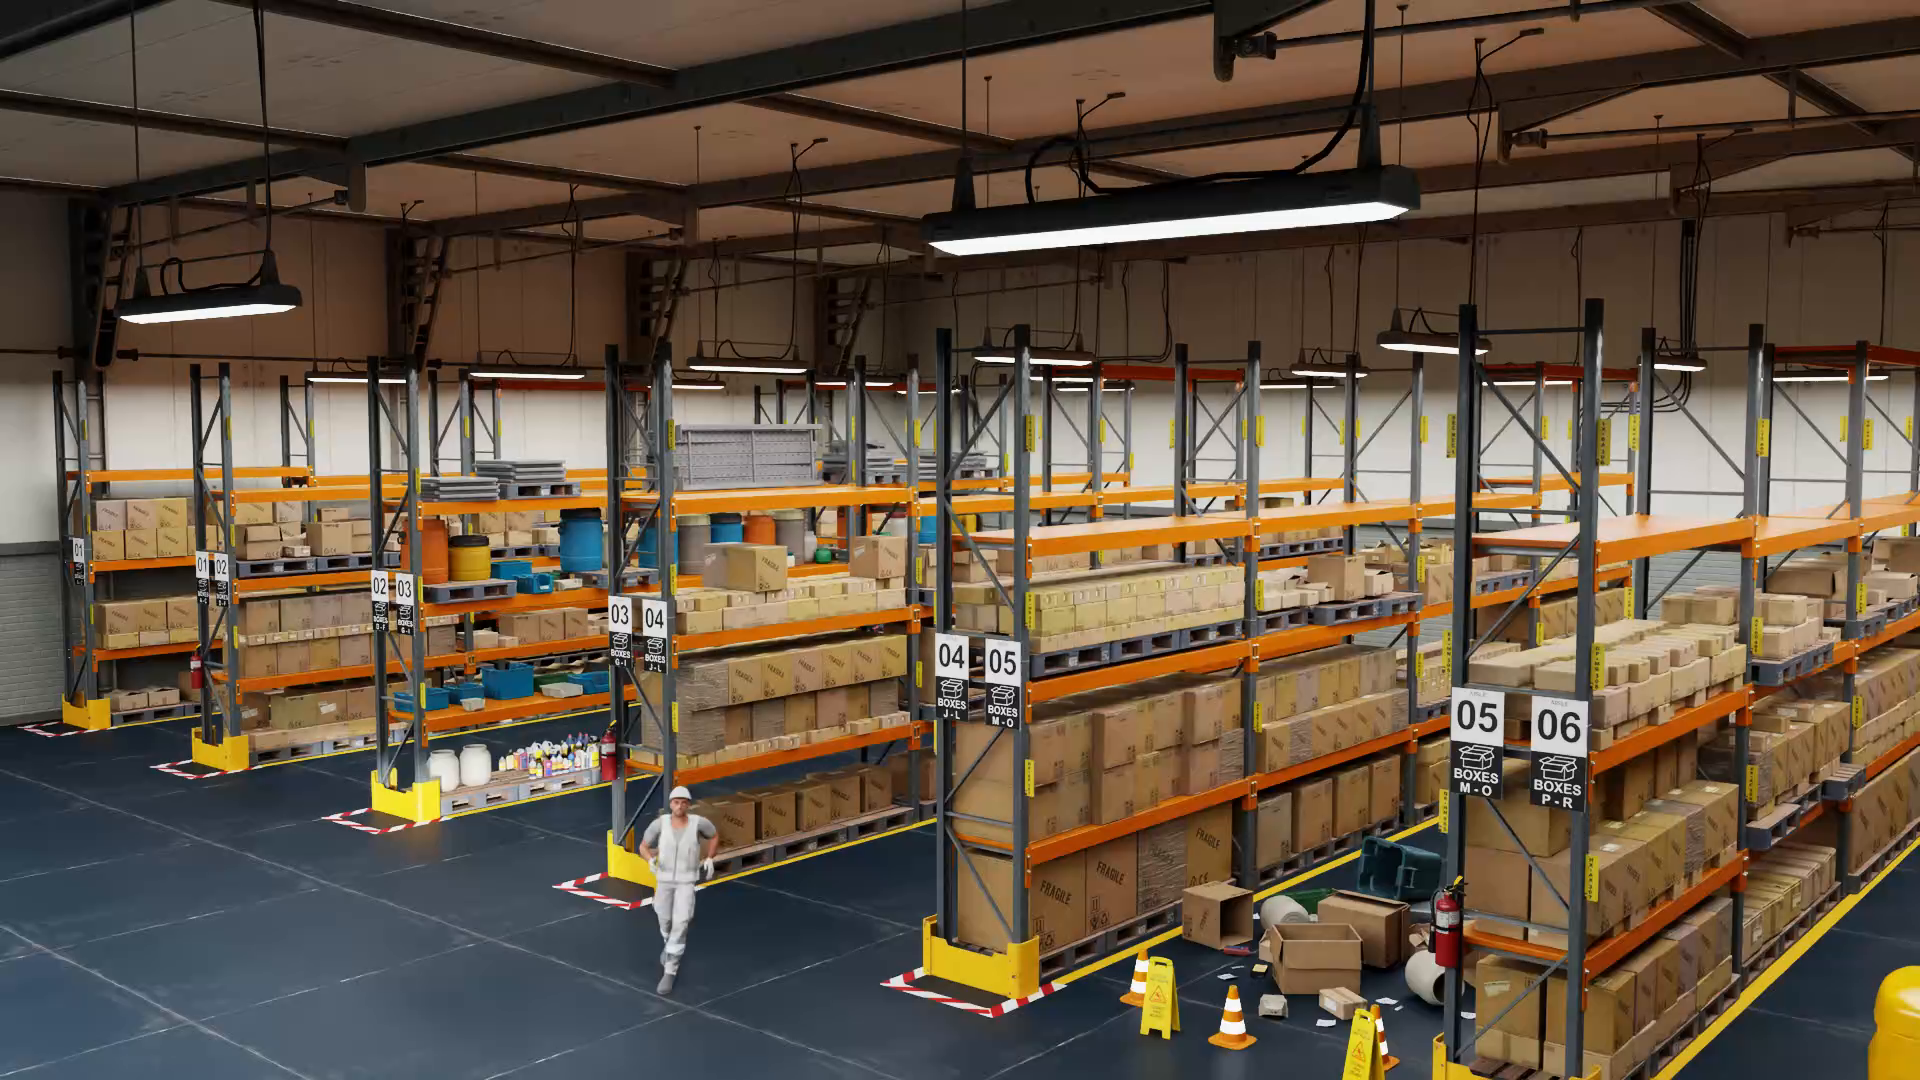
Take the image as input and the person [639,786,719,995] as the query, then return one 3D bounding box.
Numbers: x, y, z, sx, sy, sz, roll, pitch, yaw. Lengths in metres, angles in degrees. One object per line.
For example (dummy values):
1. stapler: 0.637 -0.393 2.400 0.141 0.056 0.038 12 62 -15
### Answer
1. person: -2.608 3.158 15.319 0.698 1.800 0.945 0 4 2
